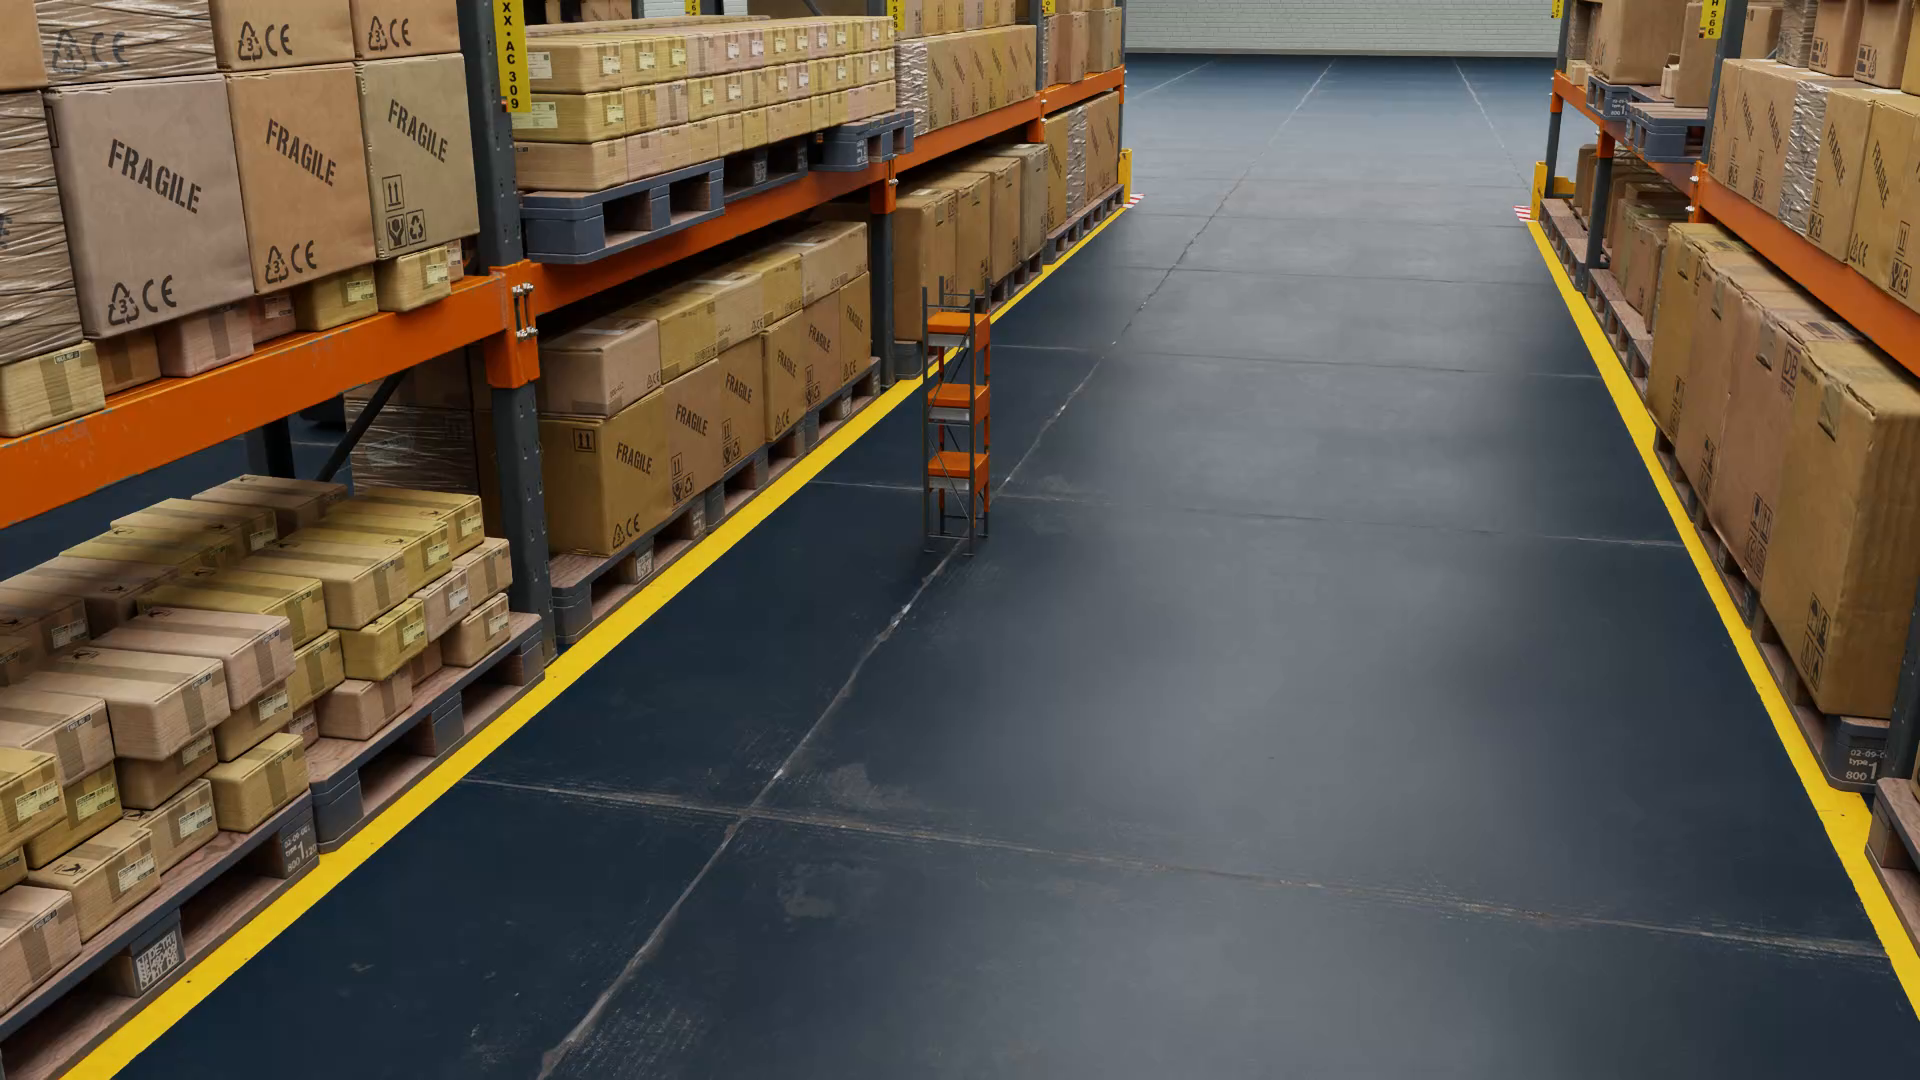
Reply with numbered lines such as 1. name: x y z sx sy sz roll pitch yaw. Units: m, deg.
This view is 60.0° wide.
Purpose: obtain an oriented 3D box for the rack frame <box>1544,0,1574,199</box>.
1. rack frame: 5.881 -4.382 14.877 1.000 3.000 0.127 5 19 13

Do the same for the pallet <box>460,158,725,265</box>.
1. pallet: -1.508 -1.182 5.803 1.003 0.211 1.213 5 19 13

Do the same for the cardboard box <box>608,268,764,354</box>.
1. cardboard box: -1.143 -0.952 6.893 0.500 0.250 0.500 5 20 15

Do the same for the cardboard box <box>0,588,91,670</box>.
1. cardboard box: -2.443 0.238 4.191 0.380 0.149 0.250 5 20 15

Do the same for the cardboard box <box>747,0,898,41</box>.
1. cardboard box: -0.740 -2.959 9.007 0.700 0.500 0.500 5 19 13

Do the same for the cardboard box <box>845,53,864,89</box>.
1. cardboard box: -0.663 -2.161 7.654 0.380 0.149 0.250 5 20 15

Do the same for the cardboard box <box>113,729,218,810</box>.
1. cardboard box: -1.992 0.495 3.899 0.380 0.149 0.250 4 19 11

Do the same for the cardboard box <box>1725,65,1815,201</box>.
1. cardboard box: 3.420 -1.629 6.663 0.500 0.500 0.500 4 19 12

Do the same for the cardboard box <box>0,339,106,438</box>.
1. cardboard box: -1.991 -0.322 3.378 0.380 0.149 0.250 5 19 14

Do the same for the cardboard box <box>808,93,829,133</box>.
1. cardboard box: -0.787 -1.866 7.250 0.380 0.149 0.250 4 19 11

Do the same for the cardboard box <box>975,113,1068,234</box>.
1. cardboard box: 0.340 -2.937 13.282 0.875 0.875 0.875 5 19 14

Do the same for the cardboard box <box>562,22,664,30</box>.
1. cardboard box: -1.479 -2.118 7.066 0.380 0.149 0.250 5 20 15

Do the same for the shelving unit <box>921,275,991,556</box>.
1. shelving unit: -0.013 -0.480 6.469 0.215 1.050 0.252 5 19 13

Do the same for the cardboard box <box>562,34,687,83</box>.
1. cardboard box: -1.167 -1.661 5.728 0.380 0.149 0.250 5 19 14

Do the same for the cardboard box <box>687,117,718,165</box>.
1. cardboard box: -1.105 -1.455 6.047 0.380 0.149 0.250 5 19 14

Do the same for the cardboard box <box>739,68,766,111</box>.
1. cardboard box: -0.978 -1.764 6.490 0.380 0.149 0.250 4 19 12

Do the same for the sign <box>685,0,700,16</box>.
1. sign: -1.398 -2.889 8.713 0.100 0.325 0.005 5 19 13

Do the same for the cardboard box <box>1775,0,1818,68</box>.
1. cardboard box: 3.732 -2.169 6.690 0.797 0.503 0.637 5 20 15

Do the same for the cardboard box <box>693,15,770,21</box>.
1. cardboard box: -1.161 -2.529 8.268 0.380 0.149 0.250 5 19 13

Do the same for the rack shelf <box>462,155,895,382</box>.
1. rack shelf: -1.348 -1.331 7.056 1.077 0.370 4.000 5 19 13

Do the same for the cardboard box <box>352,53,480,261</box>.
1. cardboard box: -1.681 -1.059 4.531 0.500 0.500 0.500 5 19 13

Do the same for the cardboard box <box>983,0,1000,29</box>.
1. cardboard box: -0.121 -3.755 11.338 0.700 0.500 0.500 4 19 12

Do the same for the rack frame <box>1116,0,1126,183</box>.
1. rack frame: 1.096 -4.806 16.116 1.000 3.000 0.127 5 19 13

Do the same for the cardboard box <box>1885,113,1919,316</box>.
1. cardboard box: 2.798 -0.836 4.341 0.500 0.500 0.500 5 19 14

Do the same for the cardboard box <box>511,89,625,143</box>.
1. cardboard box: -1.294 -1.352 5.284 0.380 0.149 0.250 5 19 14

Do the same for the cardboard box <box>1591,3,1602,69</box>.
1. cardboard box: 5.254 -3.771 12.473 0.875 0.500 0.500 5 19 13

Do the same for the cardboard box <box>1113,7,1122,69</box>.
1. cardboard box: 1.049 -4.757 15.741 0.875 0.550 0.550 5 19 13

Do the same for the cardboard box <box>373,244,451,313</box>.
1. cardboard box: -1.636 -0.728 4.567 0.380 0.149 0.250 4 19 12

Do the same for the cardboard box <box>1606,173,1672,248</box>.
1. cardboard box: 5.172 -2.447 12.427 0.500 0.500 0.500 12 22 31

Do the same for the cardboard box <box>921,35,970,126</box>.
1. cardboard box: -0.242 -2.782 10.038 0.500 0.500 0.500 5 19 13

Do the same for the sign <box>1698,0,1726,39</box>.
1. sign: 3.397 -2.425 7.478 0.100 0.325 0.005 5 19 13

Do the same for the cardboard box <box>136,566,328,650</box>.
1. cardboard box: -1.888 0.194 4.321 0.380 0.149 0.250 5 20 15

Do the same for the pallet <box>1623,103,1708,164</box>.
1. pallet: 3.997 -2.016 8.245 1.213 0.211 1.003 5 19 13

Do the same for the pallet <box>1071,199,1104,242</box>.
1. pallet: 0.676 -2.848 14.699 1.003 0.211 1.213 5 19 13

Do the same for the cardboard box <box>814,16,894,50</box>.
1. cardboard box: -0.534 -2.470 8.096 0.380 0.149 0.250 4 19 11

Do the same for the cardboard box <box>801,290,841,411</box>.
1. cardboard box: -0.897 -0.925 7.971 0.500 0.500 0.500 5 20 16

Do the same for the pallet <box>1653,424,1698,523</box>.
1. pallet: 3.660 -0.314 7.280 1.003 0.211 1.213 5 19 13

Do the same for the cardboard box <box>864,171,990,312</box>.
1. cardboard box: -0.413 -1.890 10.412 1.050 0.750 0.750 5 19 14

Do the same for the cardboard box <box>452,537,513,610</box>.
1. cardboard box: -1.605 0.089 5.087 0.380 0.149 0.250 5 20 14

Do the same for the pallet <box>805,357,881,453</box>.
1. pallet: -1.051 -0.734 8.509 1.003 0.211 1.213 5 19 13

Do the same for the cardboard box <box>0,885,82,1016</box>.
1. cardboard box: -2.053 0.824 3.396 0.380 0.149 0.250 4 19 11

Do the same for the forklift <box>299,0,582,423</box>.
1. forklift: -2.417 -2.348 9.028 1.130 2.935 3.031 5 19 14

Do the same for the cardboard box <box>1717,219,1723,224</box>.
1. cardboard box: 4.061 -1.467 8.369 0.500 0.250 0.500 5 20 16

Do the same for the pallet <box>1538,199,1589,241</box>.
1. pallet: 5.629 -2.787 14.520 1.003 0.211 1.213 5 19 13

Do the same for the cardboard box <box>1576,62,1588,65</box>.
1. cardboard box: 5.316 -3.881 13.798 0.380 0.149 0.250 5 19 13

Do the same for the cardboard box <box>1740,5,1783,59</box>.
1. cardboard box: 4.019 -2.293 7.956 0.500 0.500 0.500 2 19 7

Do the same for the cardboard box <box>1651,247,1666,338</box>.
1. cardboard box: 4.193 -1.286 9.000 0.700 0.500 0.500 3 19 9

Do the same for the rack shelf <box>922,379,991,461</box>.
1. rack shelf: -0.013 -0.470 6.472 0.215 0.259 0.240 5 19 13

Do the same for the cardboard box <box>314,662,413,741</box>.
1. cardboard box: -1.748 0.419 4.582 0.380 0.149 0.250 4 19 12

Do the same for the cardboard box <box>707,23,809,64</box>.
1. cardboard box: -0.852 -2.065 6.910 0.380 0.149 0.250 6 20 16

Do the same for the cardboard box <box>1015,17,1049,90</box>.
1. cardboard box: 0.197 -3.739 12.763 0.875 0.550 0.550 5 19 13

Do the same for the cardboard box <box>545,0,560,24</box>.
1. cardboard box: -3.989 -4.691 15.165 0.500 0.500 0.500 5 19 14
